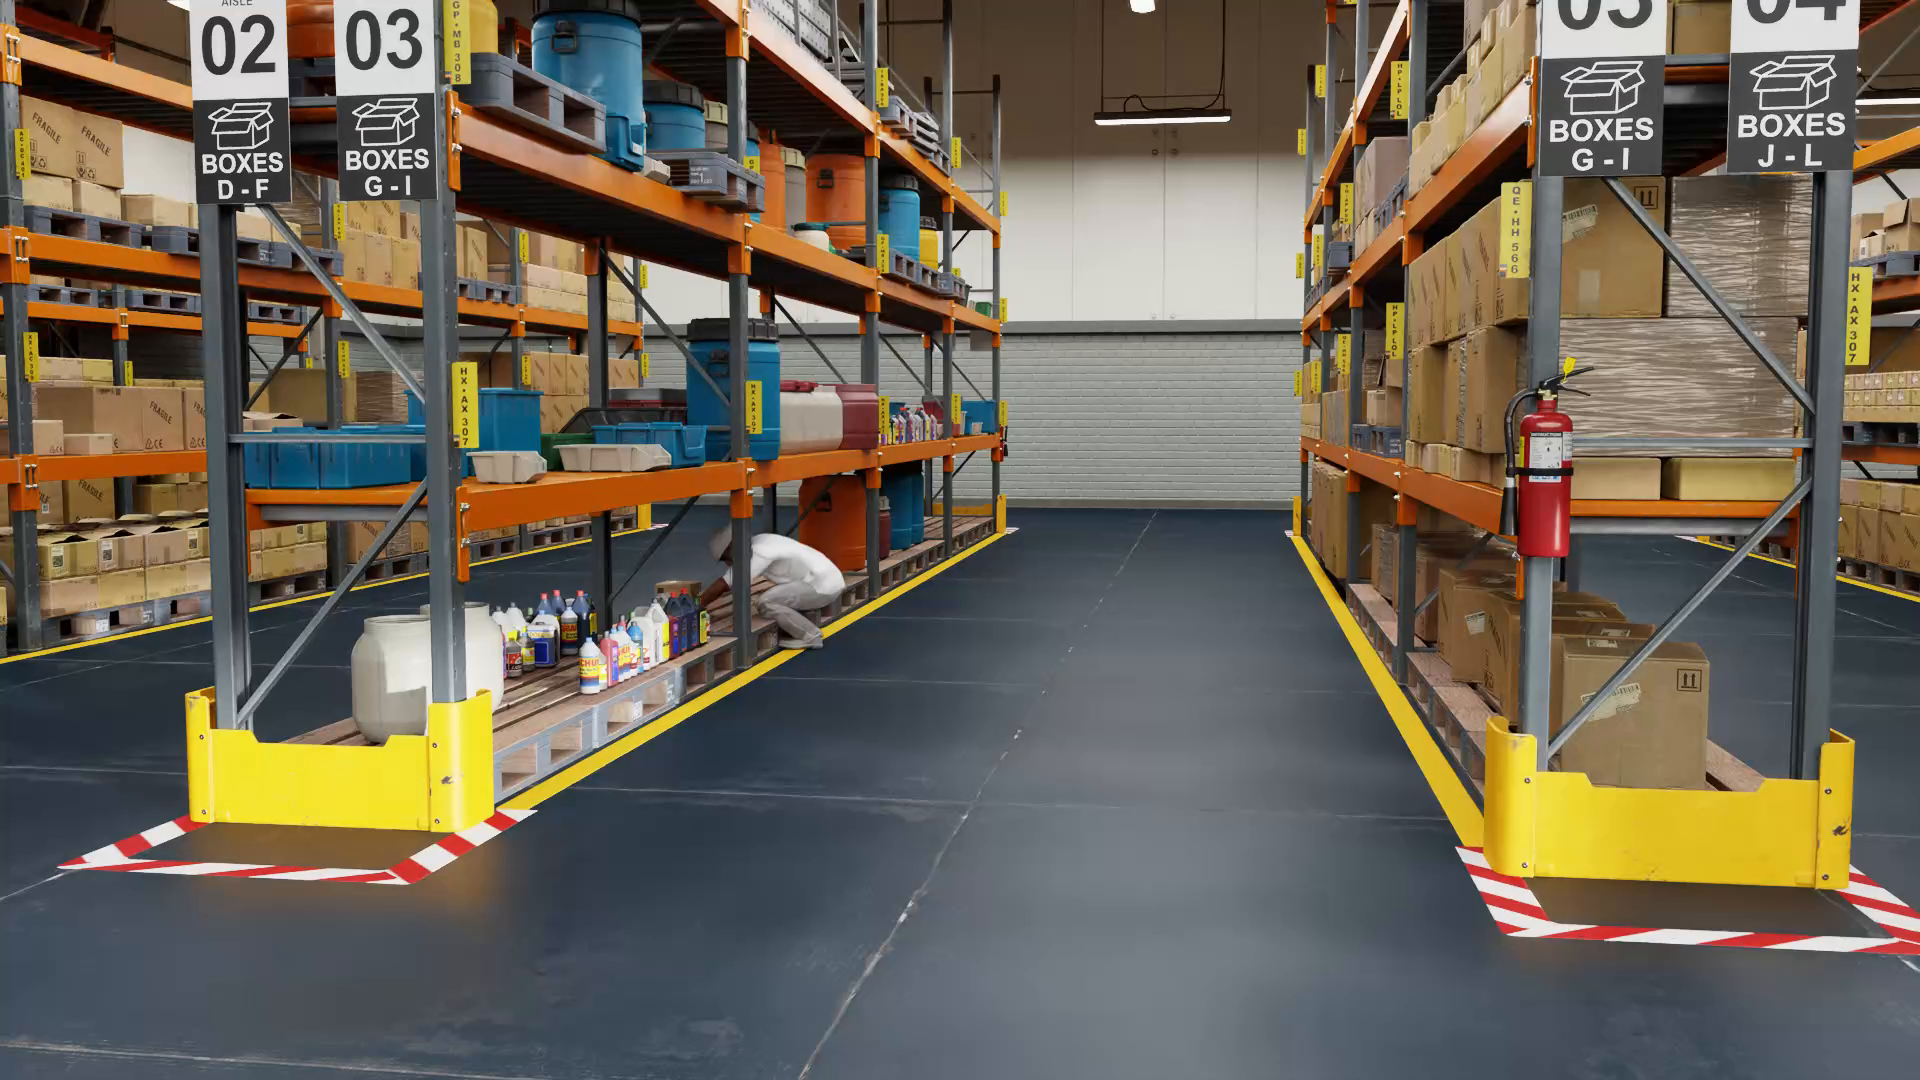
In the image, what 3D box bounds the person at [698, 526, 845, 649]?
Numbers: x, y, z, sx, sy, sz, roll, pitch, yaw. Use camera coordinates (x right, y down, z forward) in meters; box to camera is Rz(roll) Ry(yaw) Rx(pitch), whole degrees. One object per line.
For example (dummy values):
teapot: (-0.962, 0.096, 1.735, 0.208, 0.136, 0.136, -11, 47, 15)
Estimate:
person: (-1.386, 0.320, 11.393, 1.191, 0.840, 0.534, -1, 4, -7)
